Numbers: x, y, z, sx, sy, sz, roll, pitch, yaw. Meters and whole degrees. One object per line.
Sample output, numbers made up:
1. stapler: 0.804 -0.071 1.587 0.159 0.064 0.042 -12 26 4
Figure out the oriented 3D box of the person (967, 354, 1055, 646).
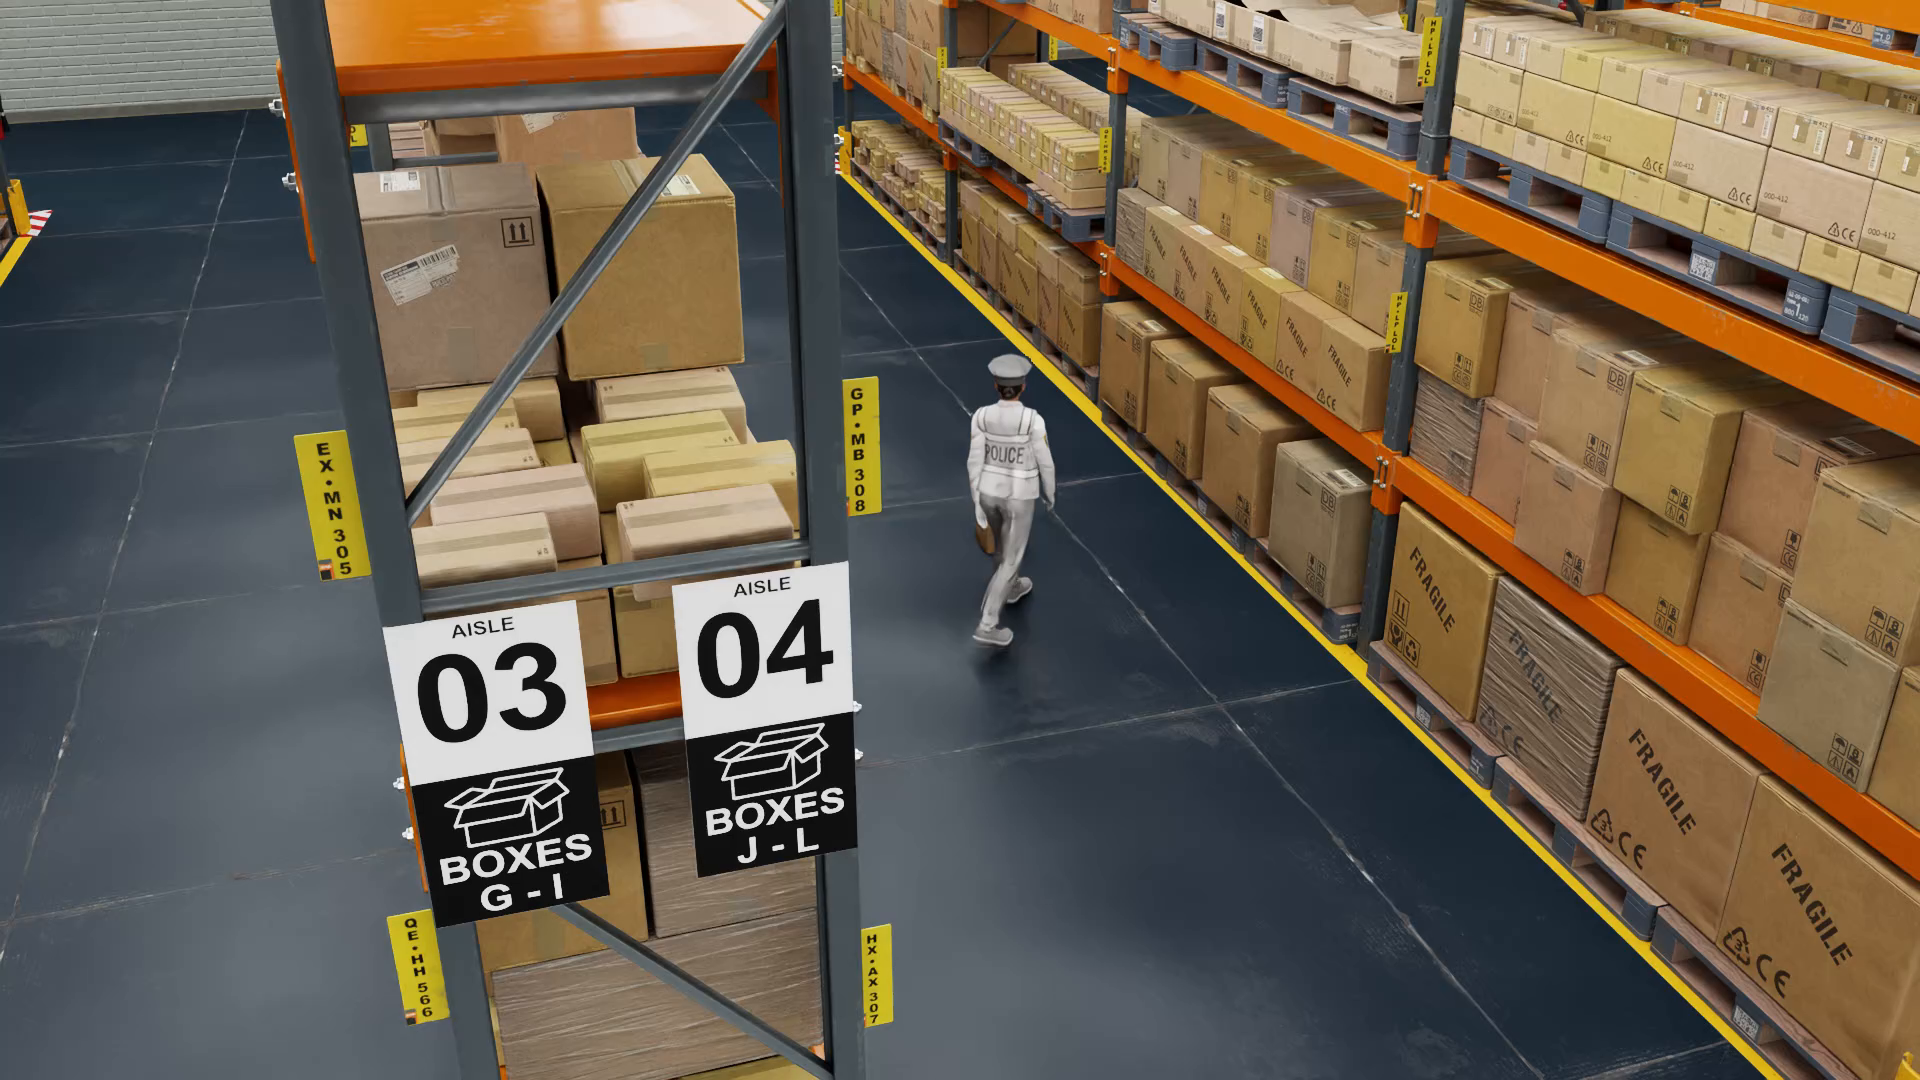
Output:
1. person: 0.278 -0.235 9.593 0.471 1.620 0.970 14 30 26
